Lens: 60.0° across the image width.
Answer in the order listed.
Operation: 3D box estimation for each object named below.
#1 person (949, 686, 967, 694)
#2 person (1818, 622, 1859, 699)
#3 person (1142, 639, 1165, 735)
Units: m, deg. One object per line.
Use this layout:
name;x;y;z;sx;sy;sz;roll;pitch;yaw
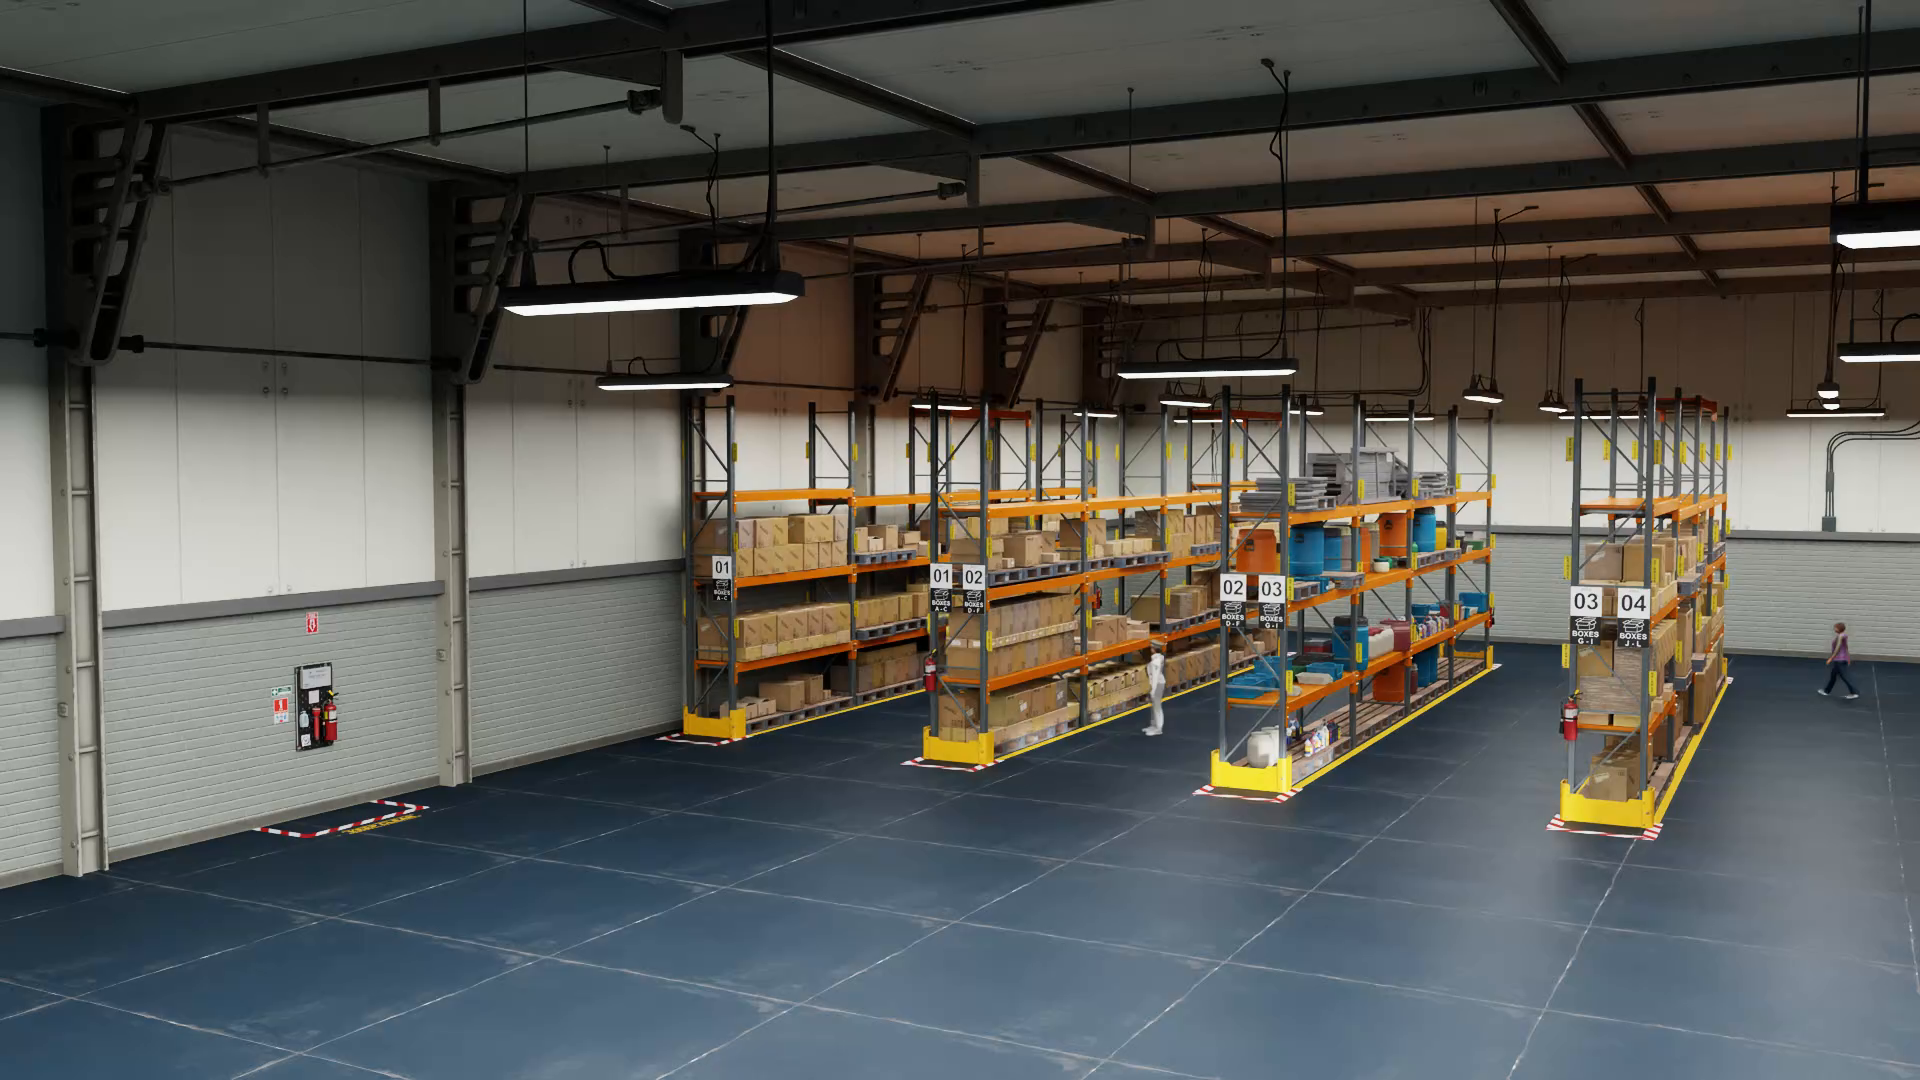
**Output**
person;0.029;2.302;34.145;0.542;1.736;0.572;-1;3;-23
person;17.875;2.449;33.812;0.559;1.514;0.962;-2;4;-32
person;3.440;2.595;29.492;0.397;1.687;0.533;0;3;2
